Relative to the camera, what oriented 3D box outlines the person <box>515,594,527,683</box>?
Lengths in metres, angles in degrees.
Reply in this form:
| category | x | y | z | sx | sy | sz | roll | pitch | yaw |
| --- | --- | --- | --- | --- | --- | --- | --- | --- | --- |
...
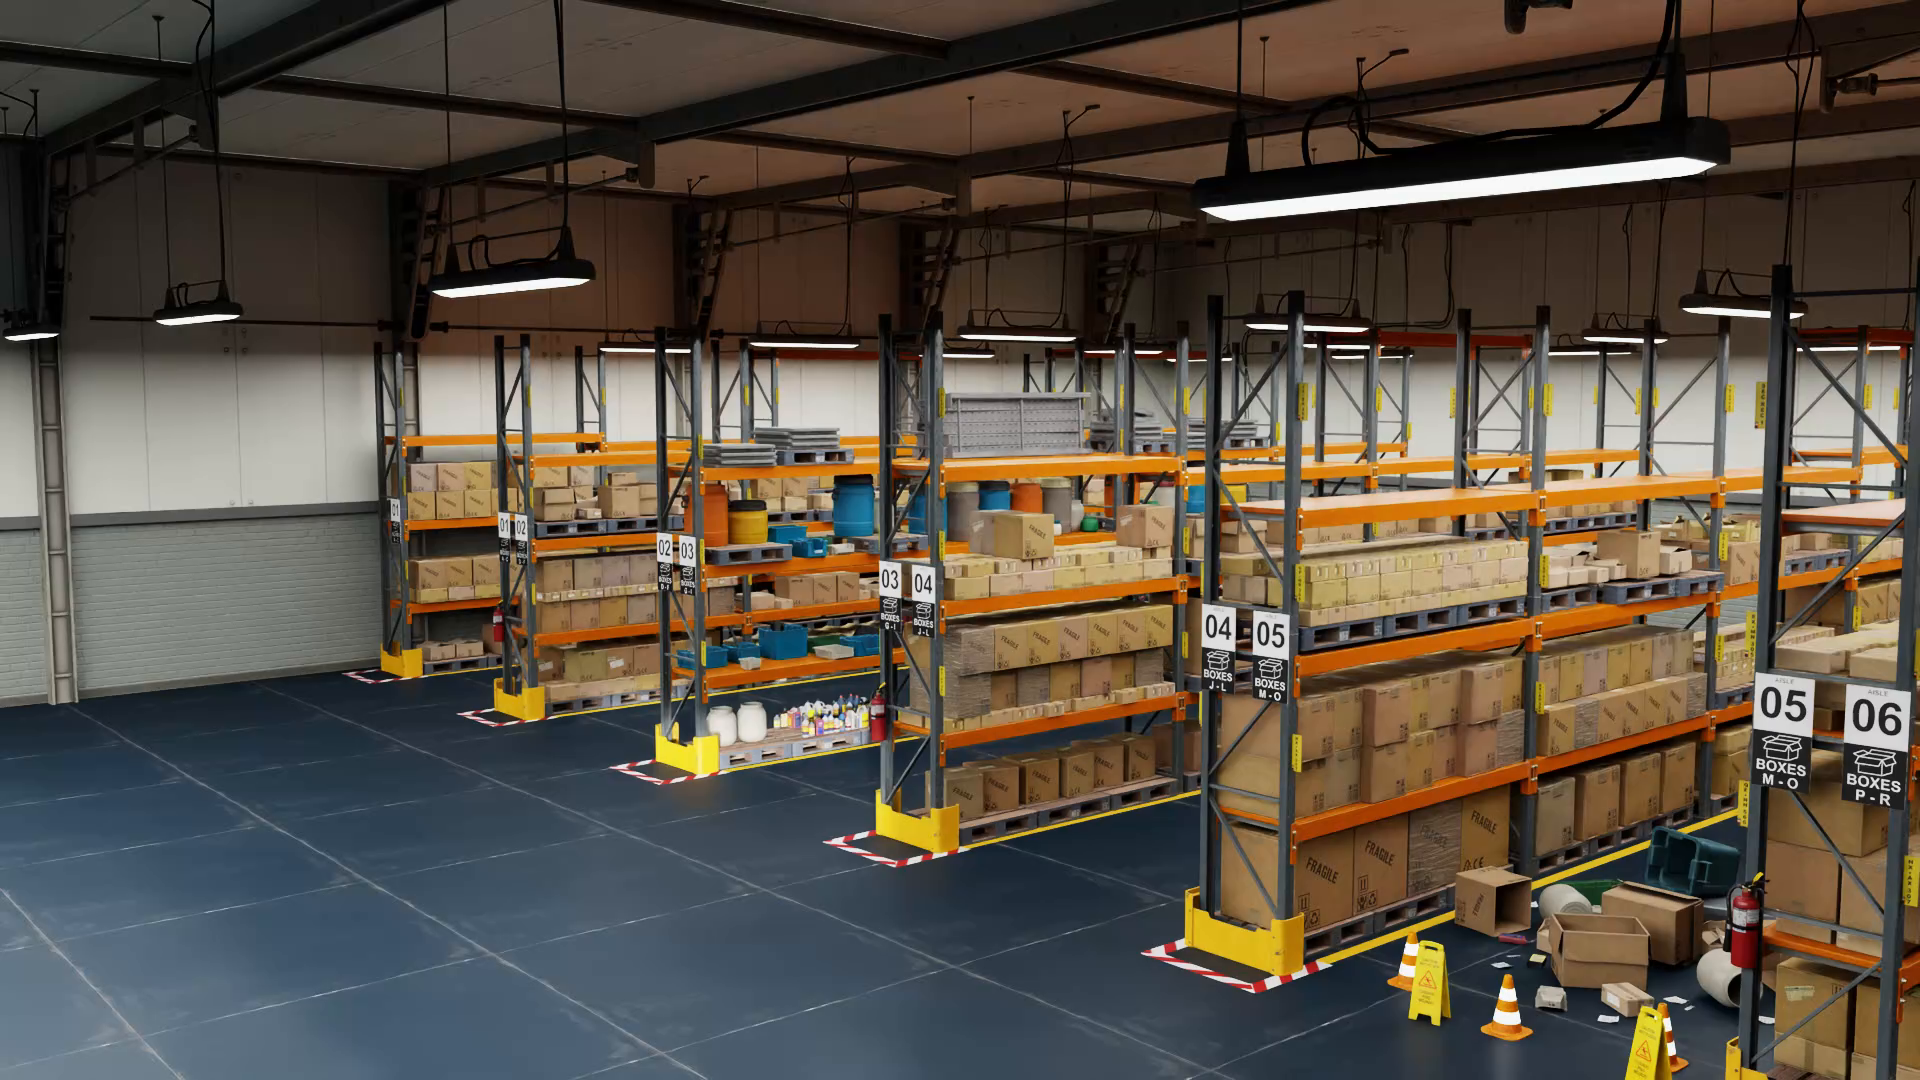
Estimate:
| category | x | y | z | sx | sy | sz | roll | pitch | yaw |
| --- | --- | --- | --- | --- | --- | --- | --- | --- | --- |
| person | -7.637 | 1.619 | 29.514 | 0.612 | 1.839 | 0.647 | 0 | 5 | 5 |

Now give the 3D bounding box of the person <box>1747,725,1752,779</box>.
| category | x | y | z | sx | sy | sz | roll | pitch | yaw |
| --- | --- | --- | --- | --- | --- | --- | --- | --- | --- |
| person | 9.088 | 2.616 | 18.632 | 0.506 | 1.722 | 0.562 | -3 | 6 | -32 |
